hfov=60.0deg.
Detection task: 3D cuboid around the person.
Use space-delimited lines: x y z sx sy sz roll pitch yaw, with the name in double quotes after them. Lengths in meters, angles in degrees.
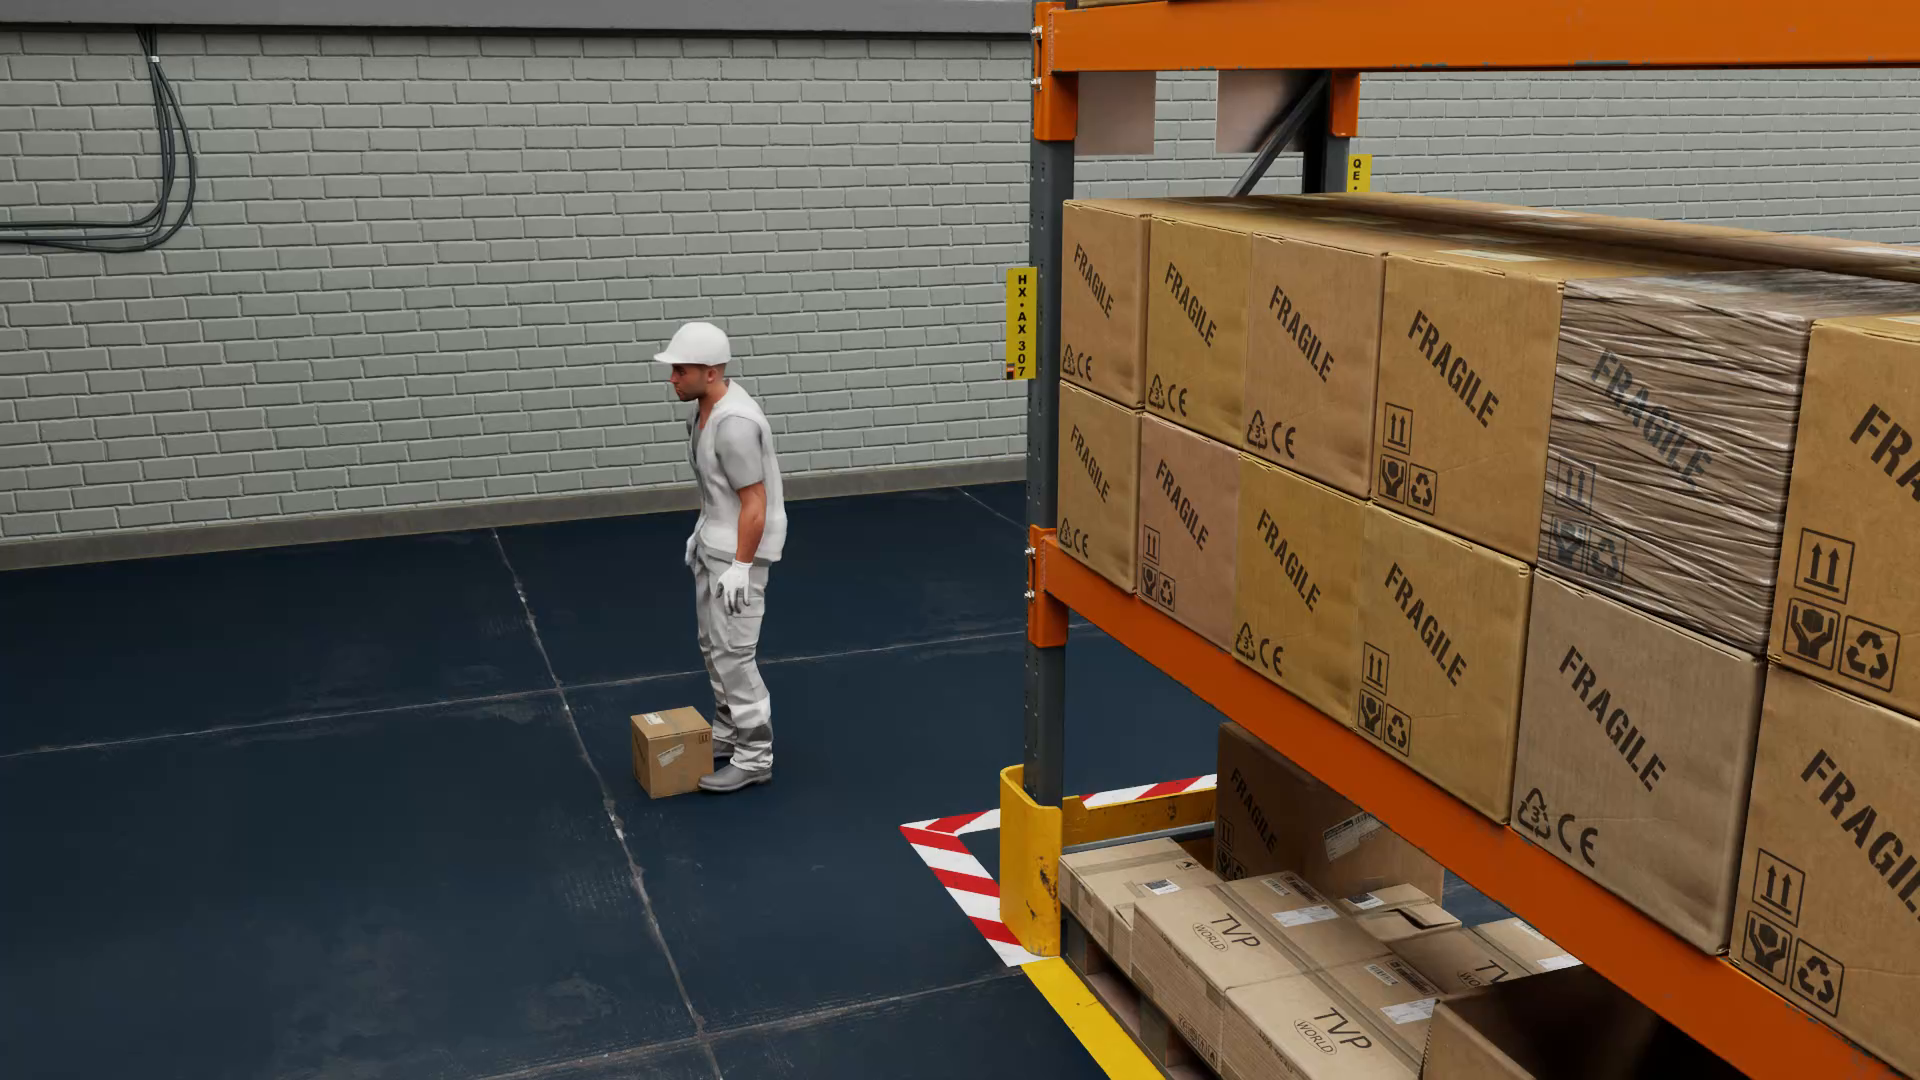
-0.897 0.061 6.276 0.455 1.779 0.618 -6 17 -21 "person"
